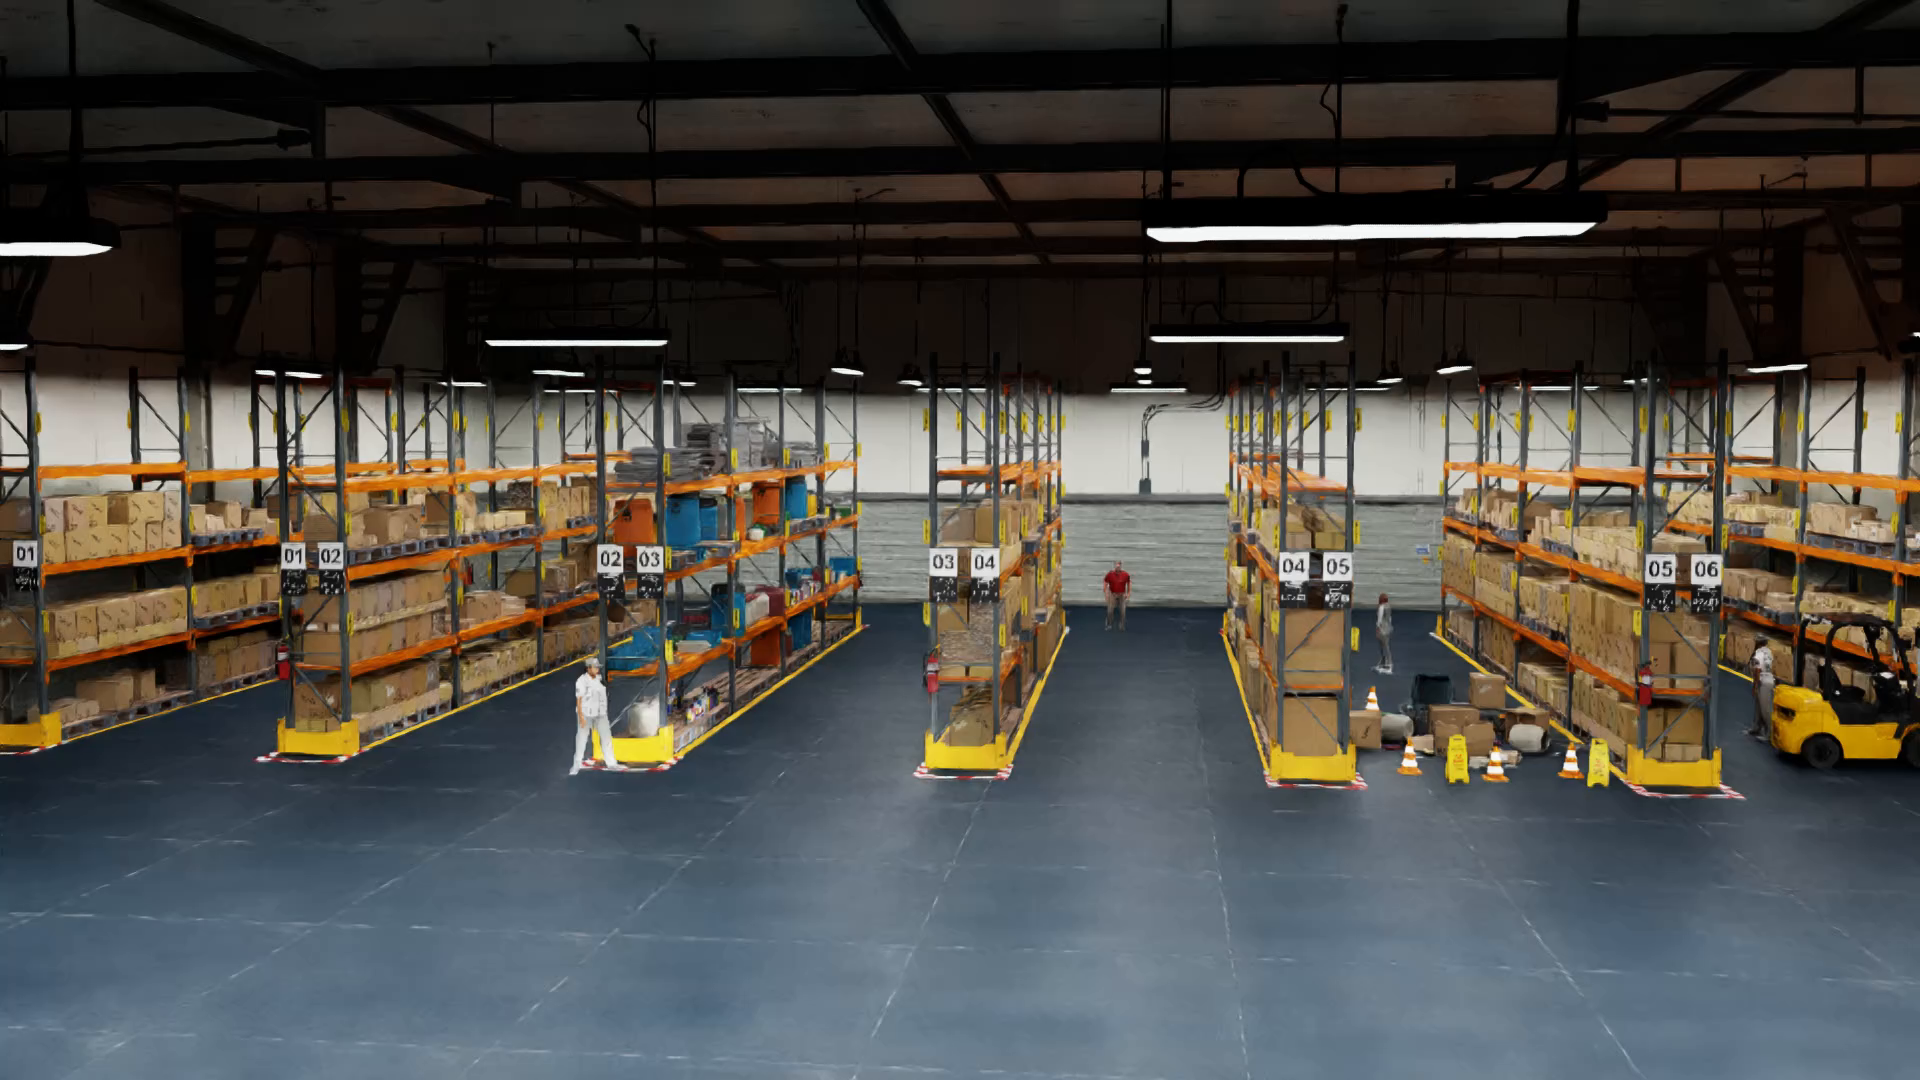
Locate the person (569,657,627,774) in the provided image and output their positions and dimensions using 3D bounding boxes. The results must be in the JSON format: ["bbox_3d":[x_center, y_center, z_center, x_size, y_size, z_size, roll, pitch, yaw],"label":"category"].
[{"bbox_3d":[-5.211,2.489,23.734,0.561,1.653,0.731,4,5,42],"label":"person"}]

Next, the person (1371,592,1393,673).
[{"bbox_3d":[8.458,1.841,33.269,0.522,1.591,0.515,3,5,35],"label":"person"}]

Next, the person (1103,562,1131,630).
[{"bbox_3d":[3.777,1.342,40.009,0.682,1.676,0.535,0,4,4],"label":"person"}]

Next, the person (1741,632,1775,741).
[{"bbox_3d":[12.641,2.298,26.290,0.551,1.665,0.574,3,5,37],"label":"person"}]
